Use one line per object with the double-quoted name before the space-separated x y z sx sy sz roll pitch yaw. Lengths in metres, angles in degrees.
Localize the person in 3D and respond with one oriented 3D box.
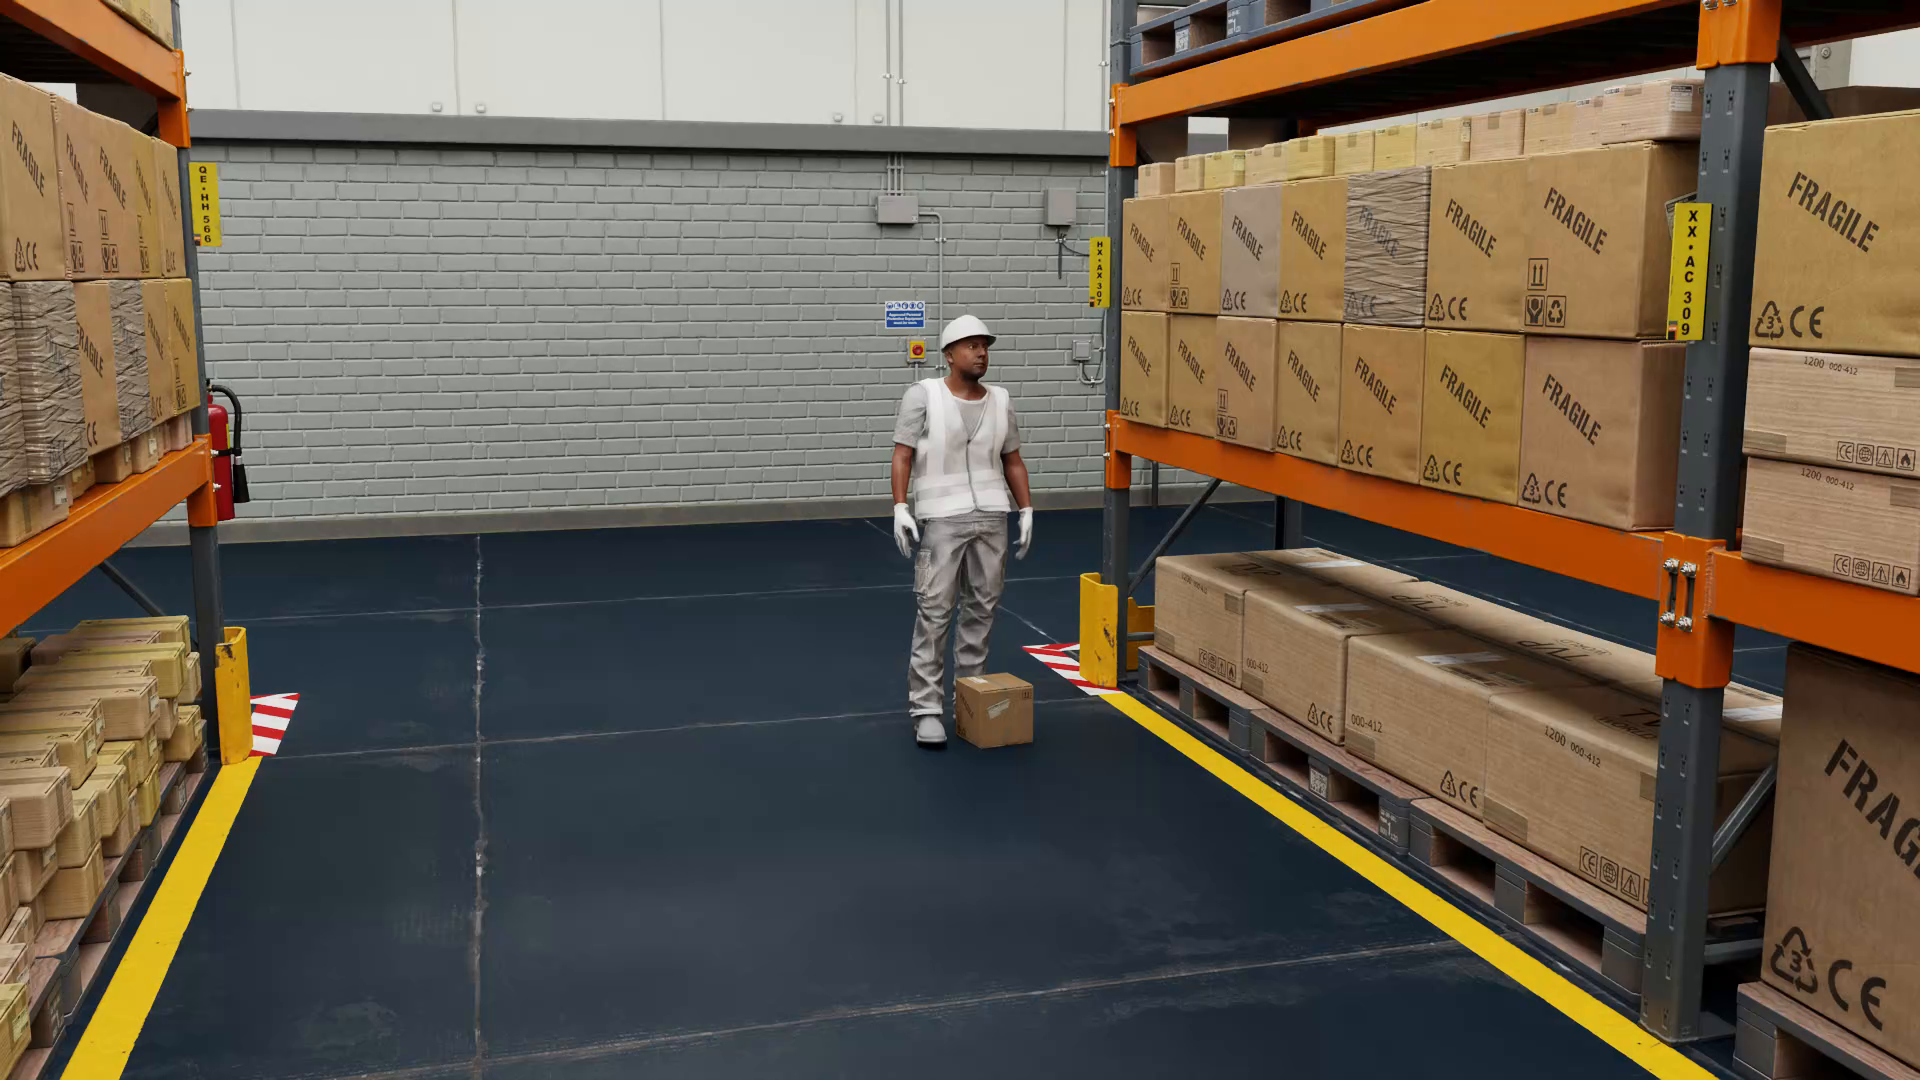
"person" 0.038 -0.064 7.150 0.656 1.785 0.574 -4 10 -23
